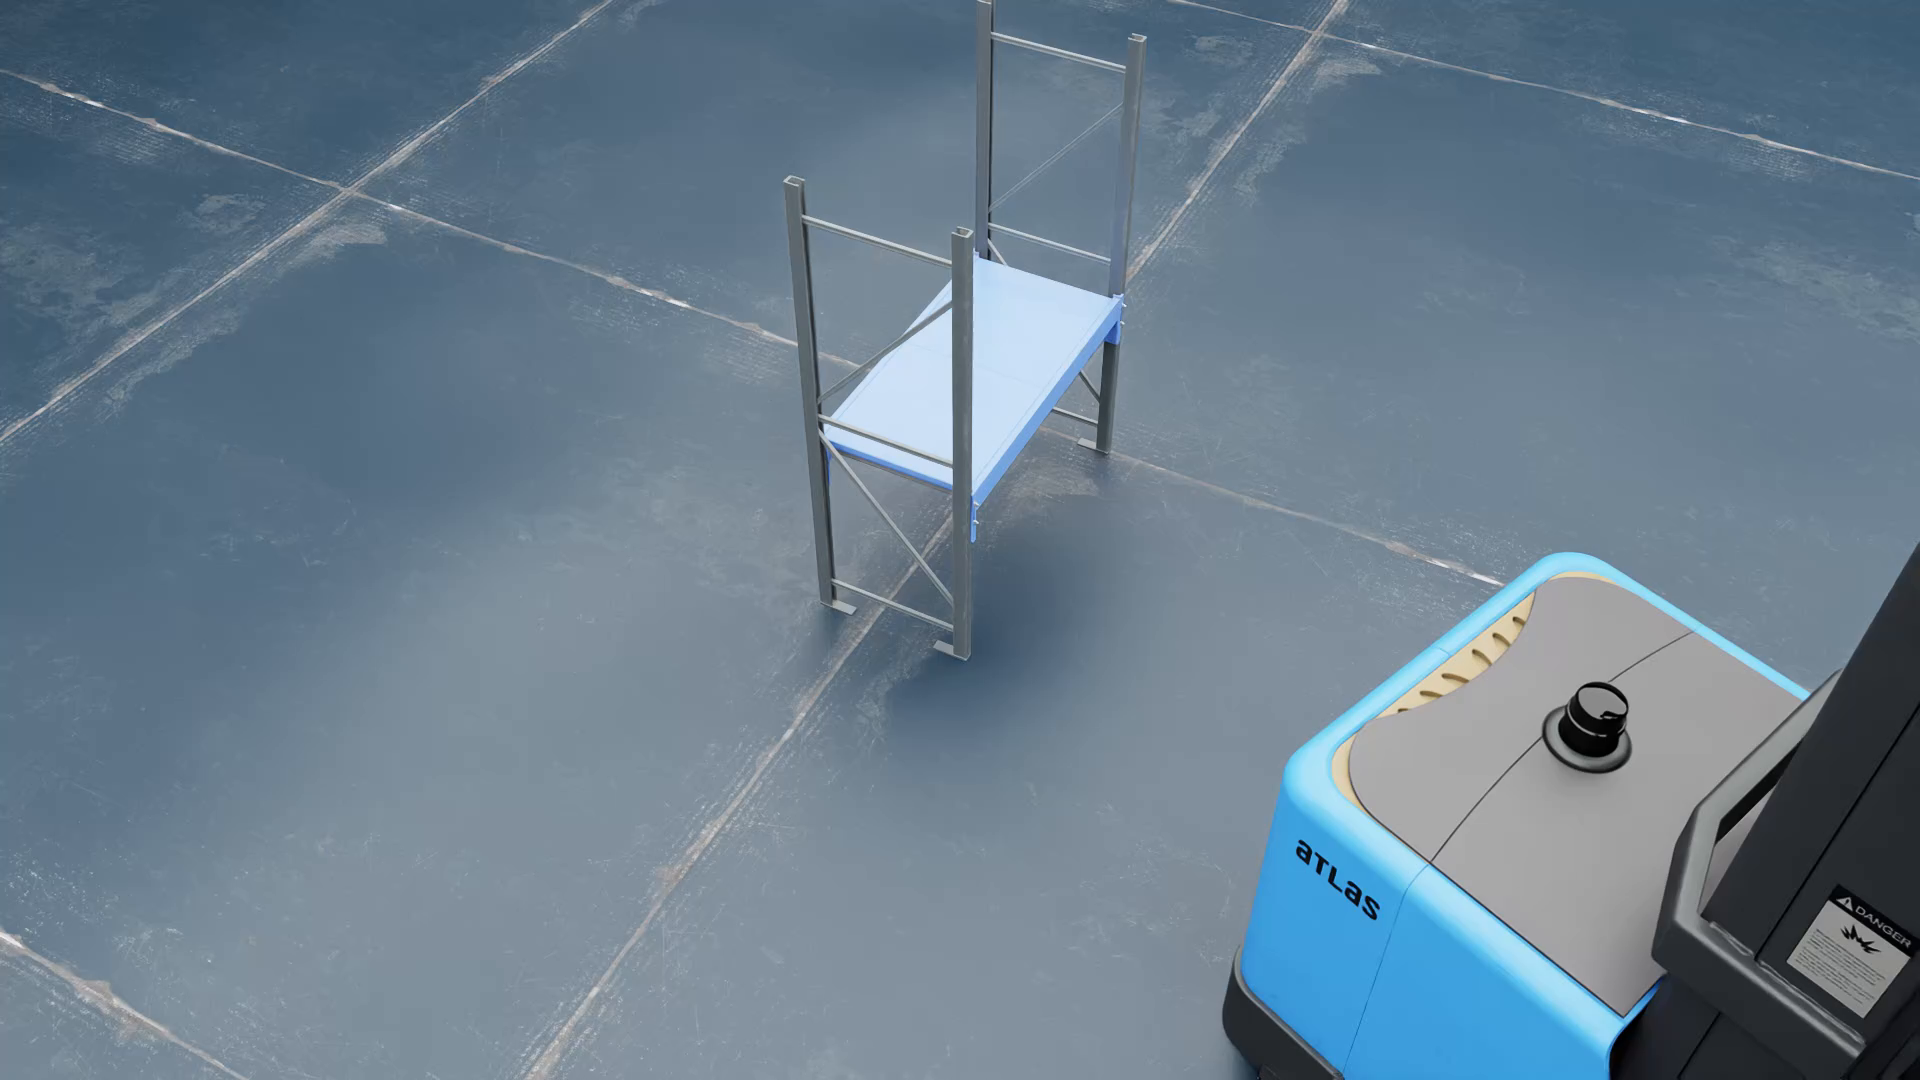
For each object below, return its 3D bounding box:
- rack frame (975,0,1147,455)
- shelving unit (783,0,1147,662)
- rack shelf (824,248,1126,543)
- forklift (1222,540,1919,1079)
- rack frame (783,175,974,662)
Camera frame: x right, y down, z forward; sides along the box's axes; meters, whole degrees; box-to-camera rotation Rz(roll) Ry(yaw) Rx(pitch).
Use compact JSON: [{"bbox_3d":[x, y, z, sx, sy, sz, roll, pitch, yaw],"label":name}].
[{"bbox_3d":[0.276,-0.901,5.086,0.500,1.500,0.032,20,49,19],"label":"rack frame"},{"bbox_3d":[0.040,-0.581,4.770,0.538,1.500,1.048,20,49,19],"label":"shelving unit"},{"bbox_3d":[0.040,-0.455,4.898,0.538,0.185,1.000,20,49,19],"label":"rack shelf"},{"bbox_3d":[1.972,0.744,2.454,1.130,2.935,3.031,-31,53,-27],"label":"forklift"},{"bbox_3d":[-0.196,-0.261,4.453,0.500,1.500,0.032,20,49,19],"label":"rack frame"}]
